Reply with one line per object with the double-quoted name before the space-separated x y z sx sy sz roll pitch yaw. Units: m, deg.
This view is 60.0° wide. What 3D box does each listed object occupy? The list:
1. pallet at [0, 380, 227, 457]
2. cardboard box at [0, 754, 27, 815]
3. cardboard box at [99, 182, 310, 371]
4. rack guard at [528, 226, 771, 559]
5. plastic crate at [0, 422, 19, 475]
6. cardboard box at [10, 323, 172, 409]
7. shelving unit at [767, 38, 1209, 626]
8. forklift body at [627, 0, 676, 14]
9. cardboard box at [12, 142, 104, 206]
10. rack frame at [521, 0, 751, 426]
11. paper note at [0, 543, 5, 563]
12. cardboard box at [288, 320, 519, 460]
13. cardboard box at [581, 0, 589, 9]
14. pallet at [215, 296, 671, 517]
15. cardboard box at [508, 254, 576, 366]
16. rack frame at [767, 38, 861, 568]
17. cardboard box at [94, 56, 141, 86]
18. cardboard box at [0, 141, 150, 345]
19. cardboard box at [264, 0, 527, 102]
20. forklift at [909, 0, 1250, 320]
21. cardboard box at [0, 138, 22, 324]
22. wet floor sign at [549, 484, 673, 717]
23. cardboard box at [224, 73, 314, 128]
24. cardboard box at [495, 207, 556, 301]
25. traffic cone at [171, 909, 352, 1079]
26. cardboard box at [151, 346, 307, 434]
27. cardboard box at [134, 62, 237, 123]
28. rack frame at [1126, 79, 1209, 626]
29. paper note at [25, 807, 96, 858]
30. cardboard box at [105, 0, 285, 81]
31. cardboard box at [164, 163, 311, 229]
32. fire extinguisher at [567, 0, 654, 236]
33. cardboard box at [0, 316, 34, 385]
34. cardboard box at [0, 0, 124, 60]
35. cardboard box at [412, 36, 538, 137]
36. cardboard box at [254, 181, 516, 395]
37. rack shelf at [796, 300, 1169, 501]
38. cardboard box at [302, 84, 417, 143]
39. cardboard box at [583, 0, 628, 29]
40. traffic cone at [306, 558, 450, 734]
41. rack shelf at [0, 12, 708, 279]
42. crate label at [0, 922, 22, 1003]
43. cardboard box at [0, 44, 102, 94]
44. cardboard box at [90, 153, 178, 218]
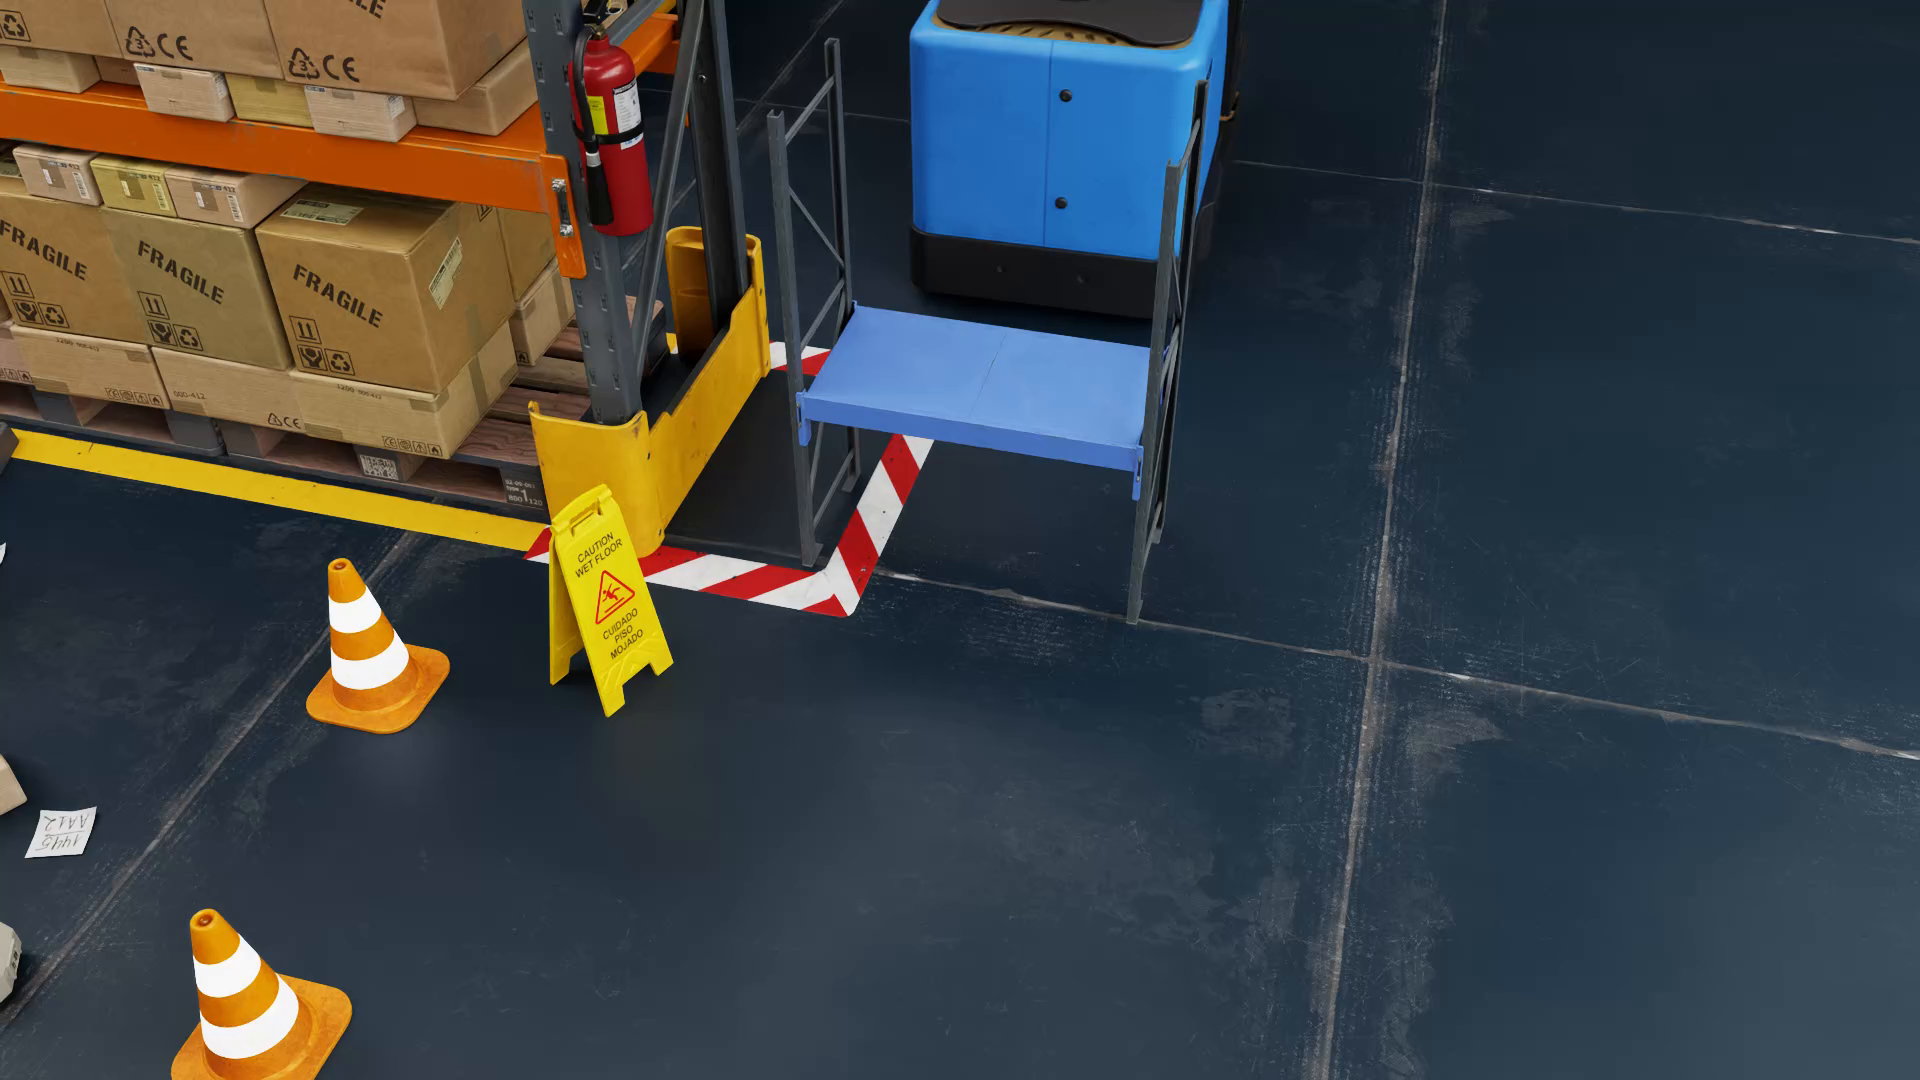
"pallet" -2.933 -0.765 5.997 1.213 0.211 1.003 10 41 11
"cardboard box" -2.697 0.669 4.337 0.250 0.149 0.380 33 50 33
"cardboard box" -2.256 -0.910 5.230 0.500 0.500 0.500 11 41 13
"rack guard" -0.983 -0.515 5.474 0.348 0.500 1.175 10 41 11
"plastic crate" -3.469 -0.236 5.469 0.583 0.080 0.402 -3 40 -4
"cardboard box" -2.765 -0.709 5.573 0.500 0.250 0.500 8 41 10
"shelving unit" 0.082 -0.560 4.751 1.048 1.500 0.538 10 41 11
"forklift body" -1.933 -3.401 7.627 1.214 2.155 2.313 10 41 11
"cardboard box" -2.619 -1.182 5.049 0.250 0.149 0.380 11 41 13
"rack frame" -0.909 -1.459 4.655 0.127 3.000 1.000 10 41 11
"paper note" -3.048 0.065 5.149 0.148 0.019 0.142 -3 40 -4
"cardboard box" -1.783 -0.539 5.370 0.500 0.250 0.500 10 41 11
"cardboard box" -1.295 -1.863 4.826 0.500 0.500 0.500 9 41 11
"pallet" -1.758 -0.561 5.754 1.213 0.211 1.003 10 41 11
"cardboard box" -1.617 -0.873 5.769 0.500 0.250 0.500 9 41 11
"rack frame" -0.409 -0.645 4.851 0.032 1.500 0.500 10 41 11
"cardboard box" -2.309 -1.476 4.870 0.250 0.149 0.380 10 41 12
"cardboard box" -2.741 -0.999 5.335 0.500 0.500 0.500 9 41 10
"cardboard box" -1.505 -1.531 4.431 0.500 0.500 0.500 9 41 11
"forklift" 0.650 -2.884 6.405 1.130 2.935 3.031 9 41 10
"cardboard box" -3.253 -1.085 5.438 0.500 0.500 0.500 12 41 14
"wet floor sign" -1.002 0.138 4.583 0.232 0.644 0.267 24 46 26
"cardboard box" -1.841 -1.322 4.687 0.250 0.149 0.380 9 41 11
"cardboard box" -1.640 -1.164 5.532 0.500 0.500 0.500 8 41 10
"traffic cone" -1.617 0.988 3.714 0.334 0.463 0.336 10 41 11
"cardboard box" -2.258 -0.626 5.474 0.500 0.250 0.500 10 41 12
"cardboard box" -2.098 -1.346 4.715 0.250 0.149 0.380 10 41 12
"rack frame" 0.573 -0.476 4.650 0.032 1.500 0.500 10 41 11
"paper note" -2.337 0.757 4.325 0.142 0.019 0.148 -3 40 -4
"cardboard box" -1.987 -1.617 4.534 0.500 0.500 0.500 10 41 12
"cardboard box" -2.123 -1.093 4.943 0.250 0.149 0.380 11 41 13
"fire extinguisher" -0.918 -1.124 4.317 0.183 0.674 0.296 10 41 11
"cardboard box" -3.241 -0.798 5.679 0.500 0.250 0.500 9 41 11
"cardboard box" -2.470 -1.702 4.635 0.500 0.500 0.500 10 41 11
"cardboard box" -1.326 -1.292 4.652 0.250 0.149 0.380 11 41 13
"cardboard box" -1.751 -0.826 5.129 0.500 0.500 0.500 10 41 12
"rack shelf" 0.082 -0.422 4.866 1.000 0.185 0.538 10 41 11
"cardboard box" -1.599 -1.266 4.620 0.250 0.149 0.380 9 41 11
"cardboard box" -1.184 -1.548 4.957 0.250 0.149 0.380 10 41 12
"traffic cone" -1.658 0.242 4.602 0.334 0.463 0.336 10 41 11
"rack shelf" -2.841 -1.516 5.283 4.000 0.370 1.077 10 41 11
"crate label" -2.392 1.021 3.928 0.298 0.136 0.250 -10 41 -11
"cardboard box" -2.580 -1.462 4.853 0.250 0.149 0.380 9 41 11
"cardboard box" -2.365 -1.137 4.996 0.250 0.149 0.380 10 41 12
